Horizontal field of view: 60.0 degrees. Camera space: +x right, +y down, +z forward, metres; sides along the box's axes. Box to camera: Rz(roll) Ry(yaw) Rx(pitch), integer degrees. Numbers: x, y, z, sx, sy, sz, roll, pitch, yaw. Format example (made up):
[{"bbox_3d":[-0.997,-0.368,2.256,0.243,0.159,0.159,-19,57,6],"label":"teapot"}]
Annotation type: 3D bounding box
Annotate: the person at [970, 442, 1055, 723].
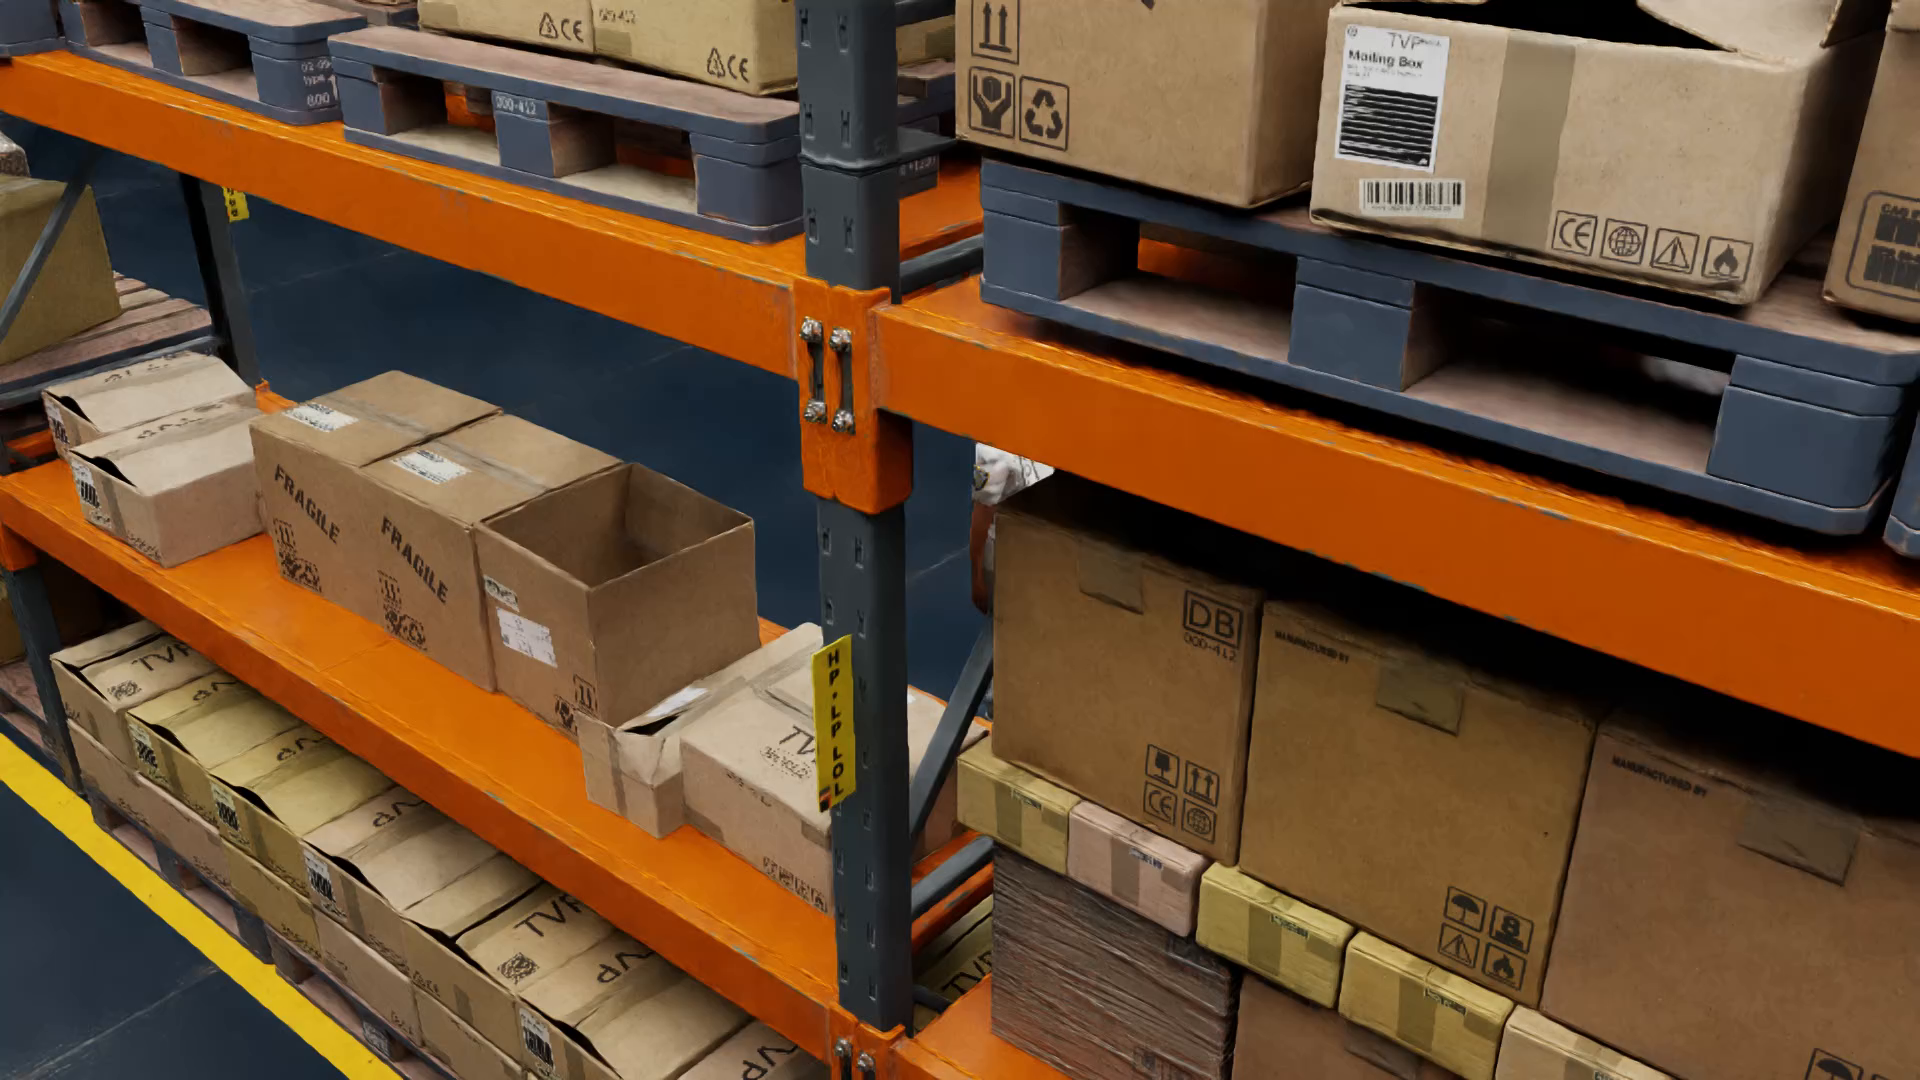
[{"bbox_3d":[0.333,0.113,5.893,0.749,1.651,0.484,24,36,38],"label":"person"}]
